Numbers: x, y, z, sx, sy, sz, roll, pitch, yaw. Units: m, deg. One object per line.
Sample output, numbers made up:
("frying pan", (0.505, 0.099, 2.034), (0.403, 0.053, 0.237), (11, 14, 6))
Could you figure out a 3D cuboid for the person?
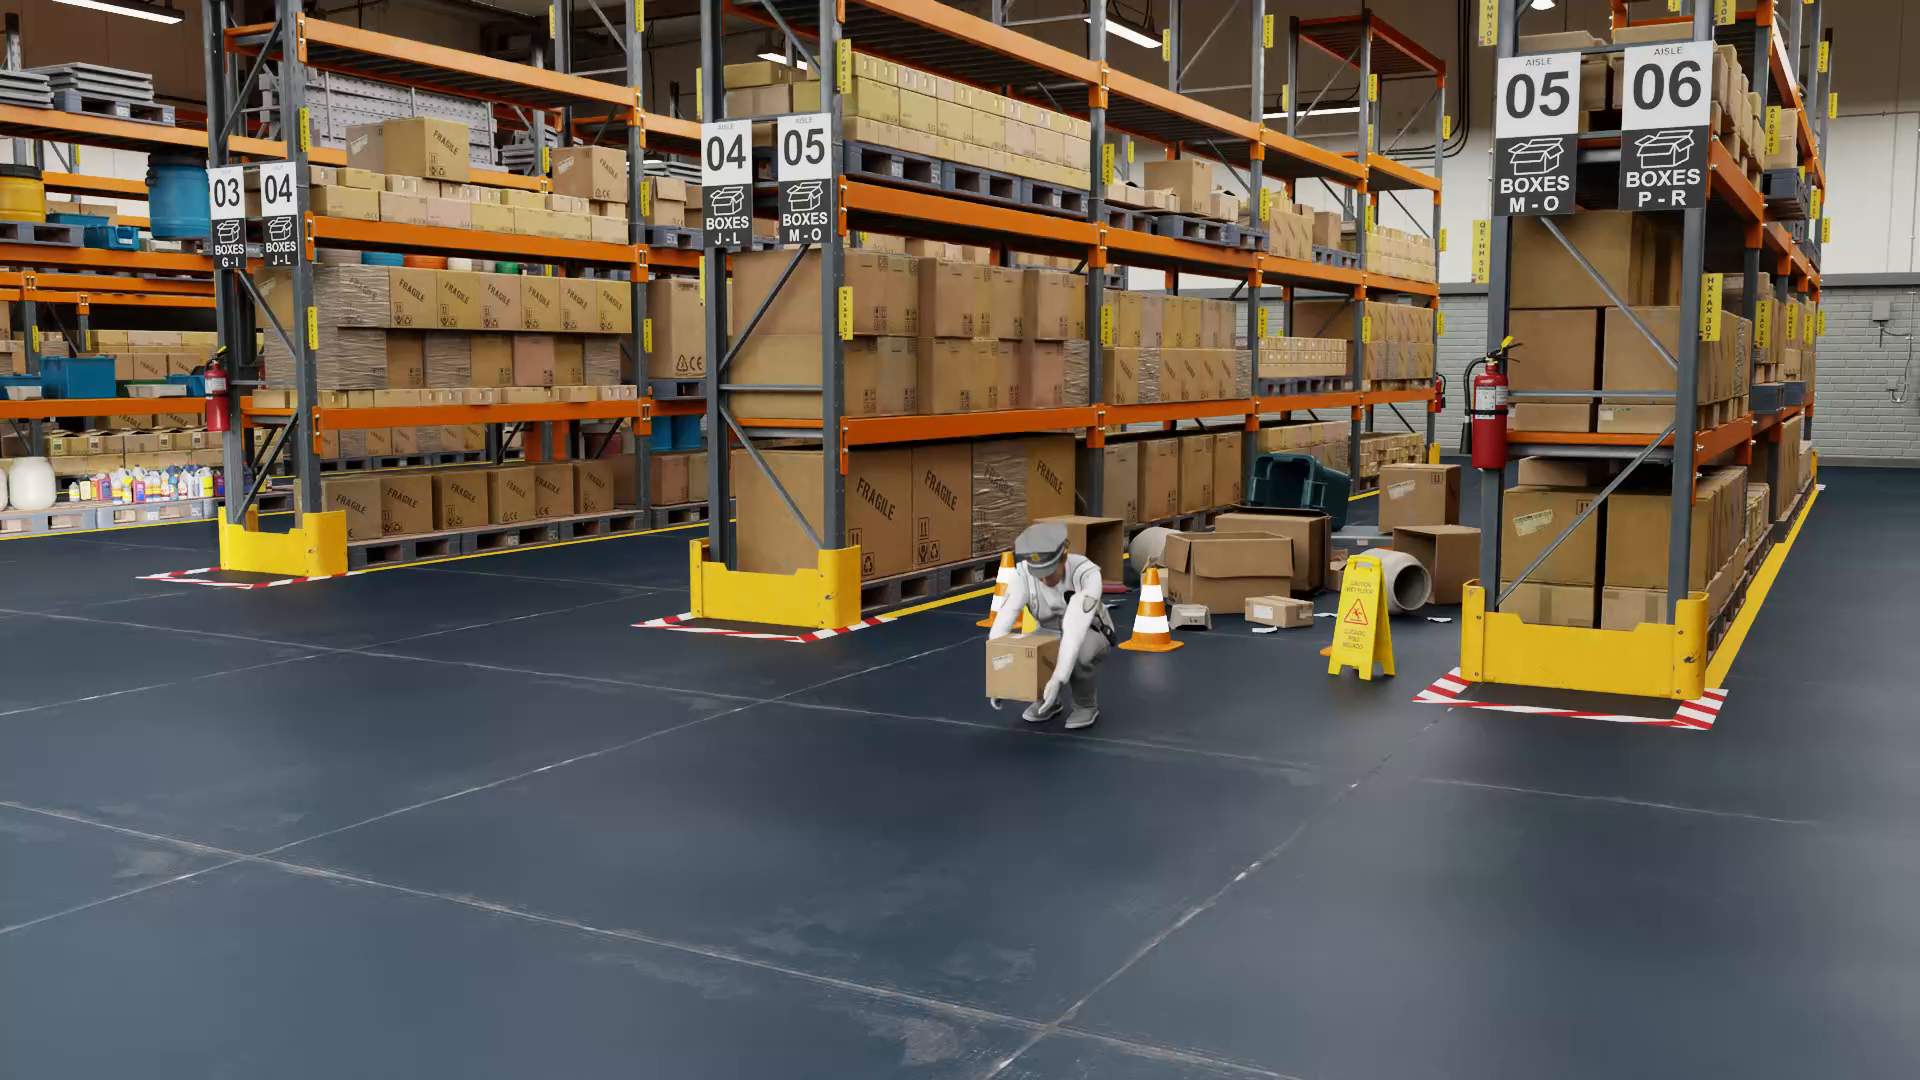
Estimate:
("person", (0.430, 0.385, 7.632), (0.490, 0.964, 0.821), (3, 7, 28))
